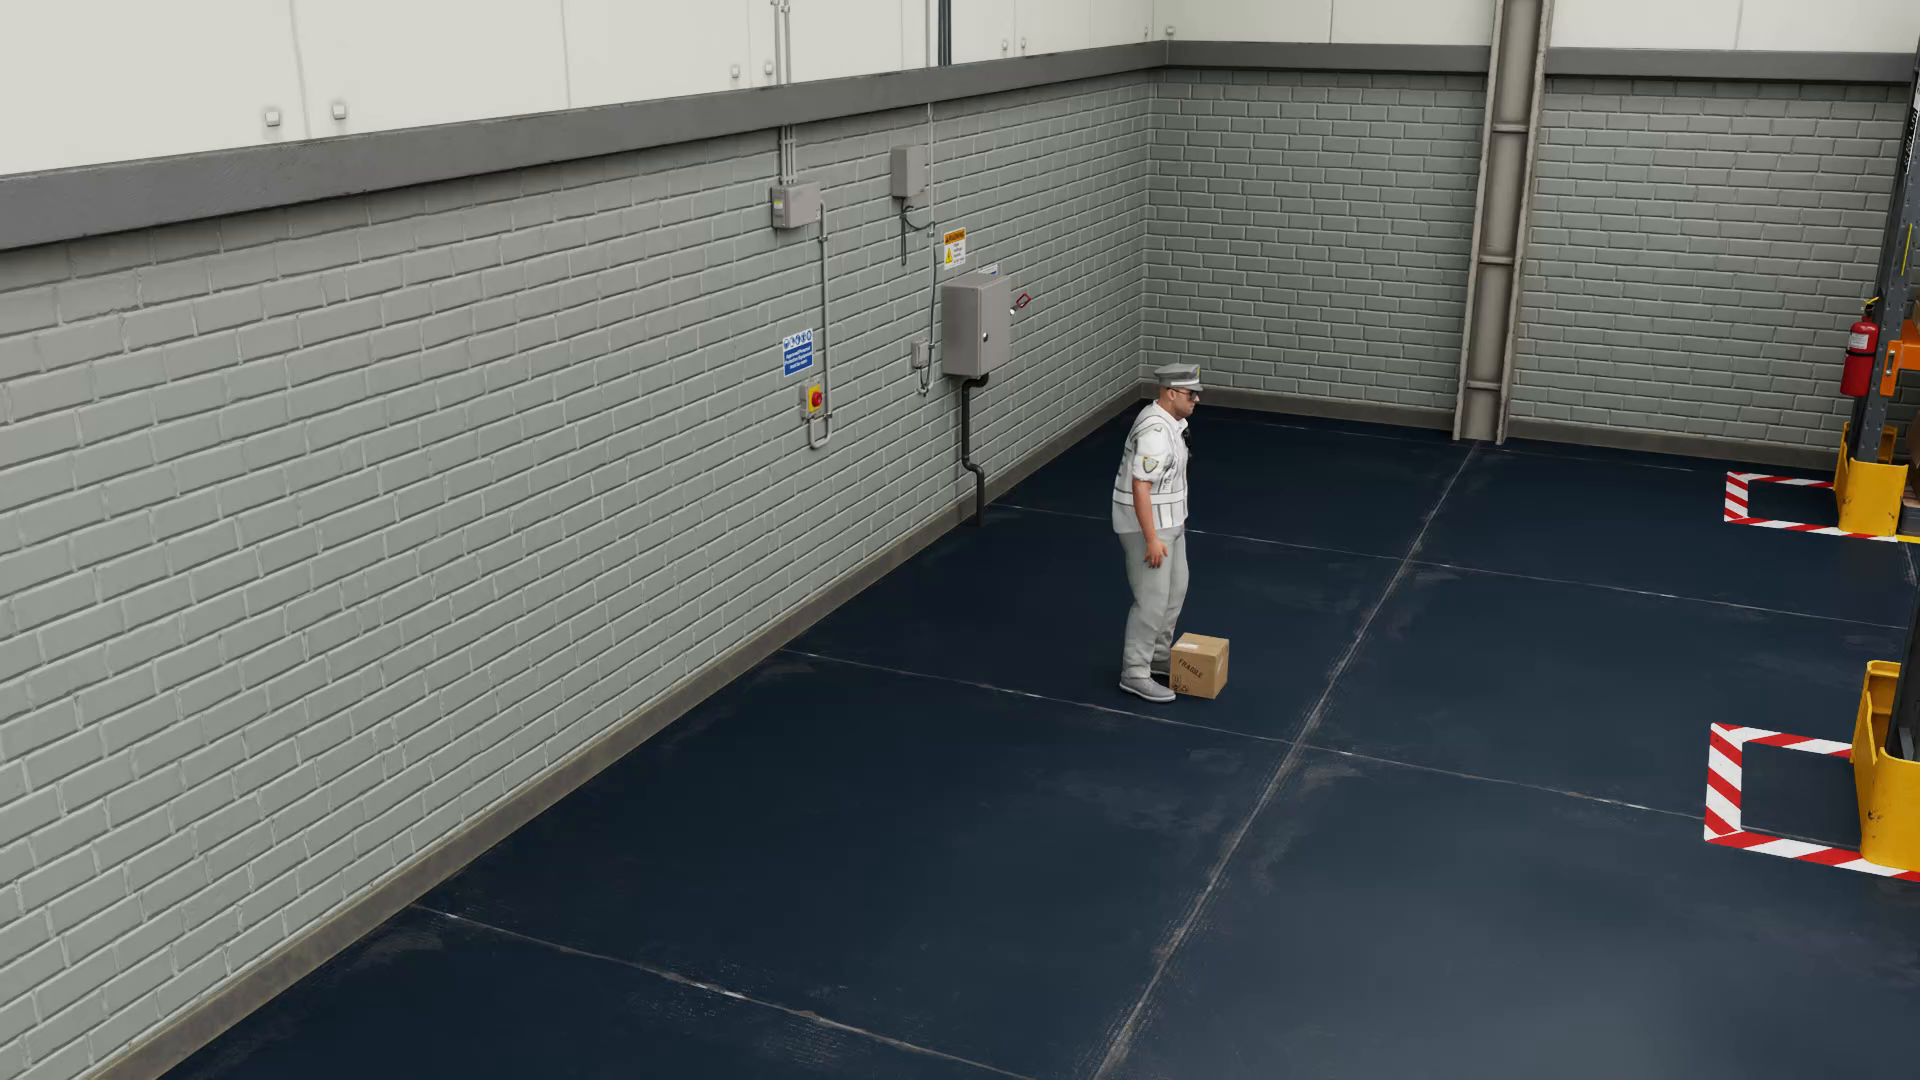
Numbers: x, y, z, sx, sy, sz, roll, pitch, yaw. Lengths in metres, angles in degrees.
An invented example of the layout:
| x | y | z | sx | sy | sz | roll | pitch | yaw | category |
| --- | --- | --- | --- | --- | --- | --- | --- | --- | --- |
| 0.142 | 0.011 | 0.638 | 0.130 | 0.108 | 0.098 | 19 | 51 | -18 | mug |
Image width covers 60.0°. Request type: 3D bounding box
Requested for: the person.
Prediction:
| x | y | z | sx | sy | sz | roll | pitch | yaw | category |
| --- | --- | --- | --- | --- | --- | --- | --- | --- | --- |
| 1.049 | -0.073 | 8.760 | 0.473 | 1.751 | 0.606 | 7 | 20 | 20 | person |
